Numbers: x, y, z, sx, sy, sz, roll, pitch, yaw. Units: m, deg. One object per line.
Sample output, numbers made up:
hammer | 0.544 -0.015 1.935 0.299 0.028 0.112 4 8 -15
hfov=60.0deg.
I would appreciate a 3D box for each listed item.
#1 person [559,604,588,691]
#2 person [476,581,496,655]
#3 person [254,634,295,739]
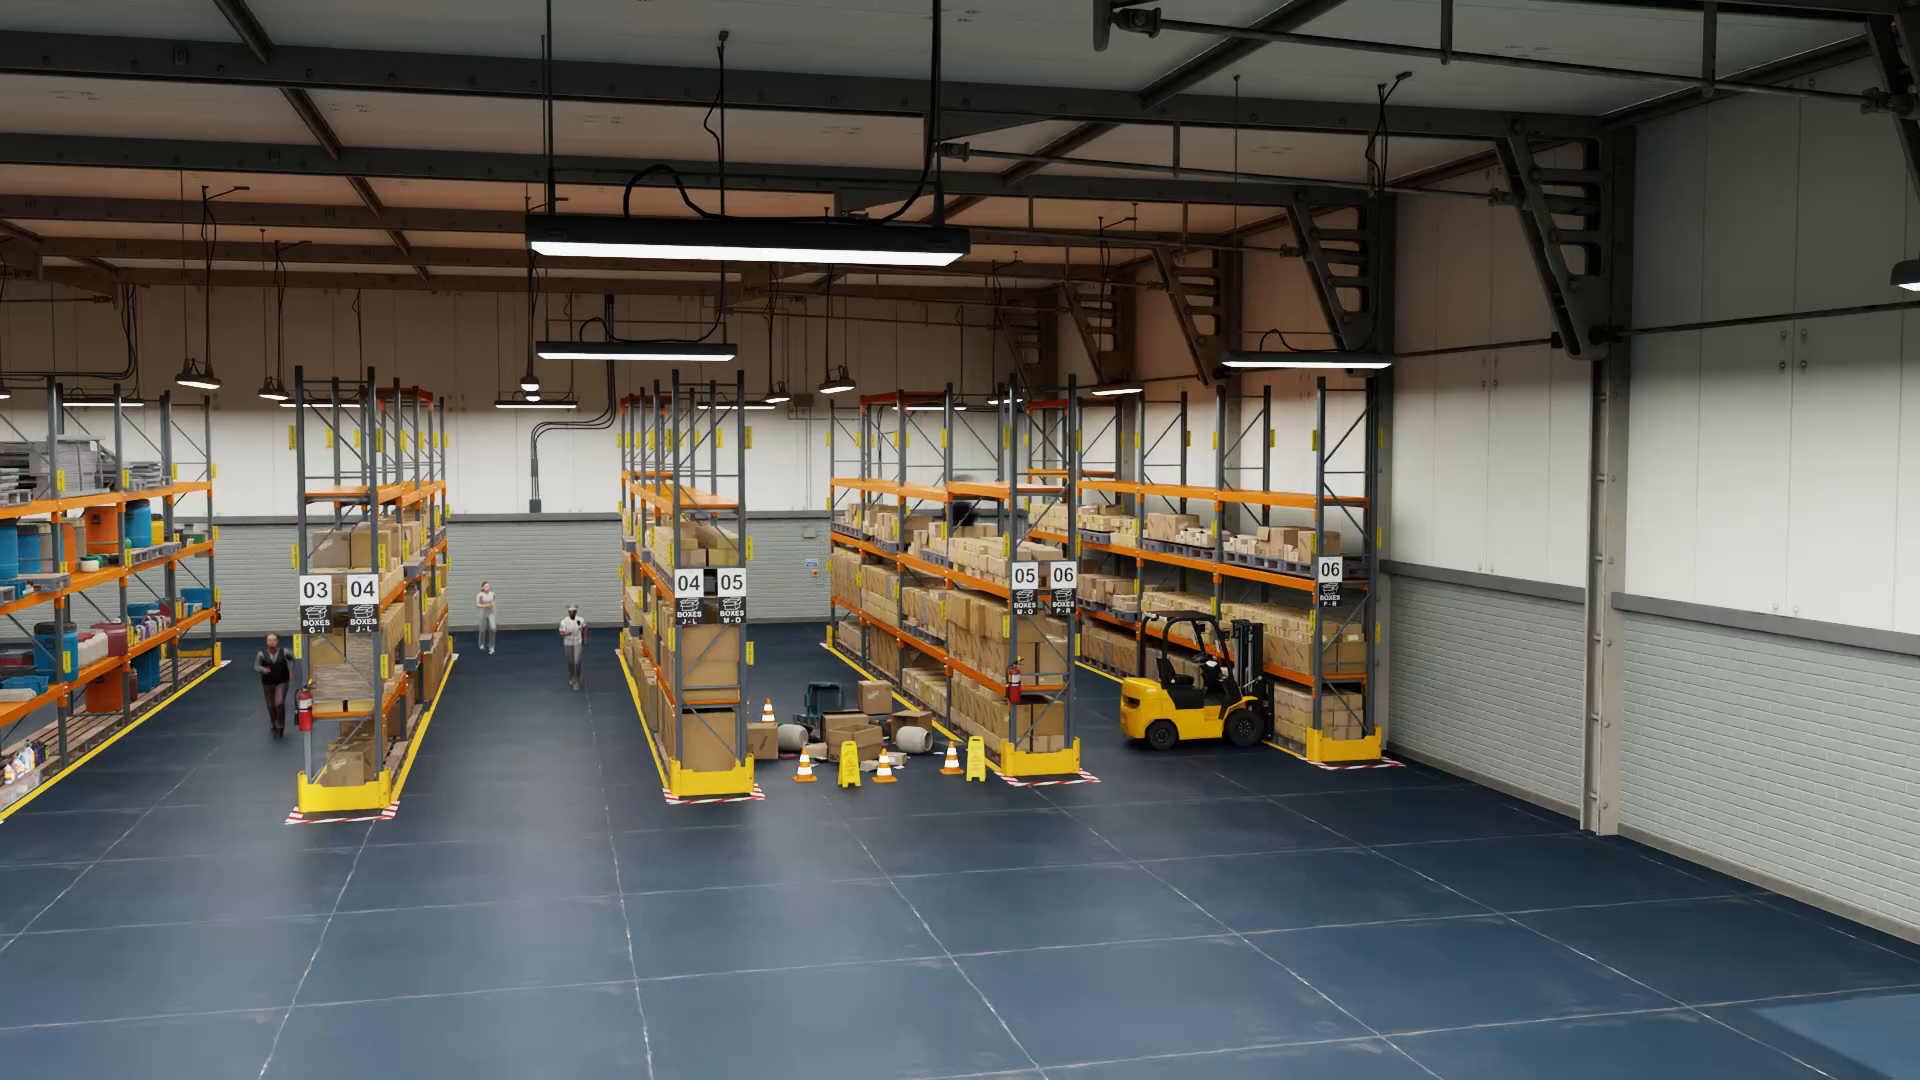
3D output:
person | -7.805 2.159 33.571 0.526 1.743 0.848 0 3 -6
person | -11.164 1.826 39.203 0.526 1.722 0.839 -2 4 -31
person | -11.574 2.471 28.083 0.586 1.774 0.833 -1 3 -12
